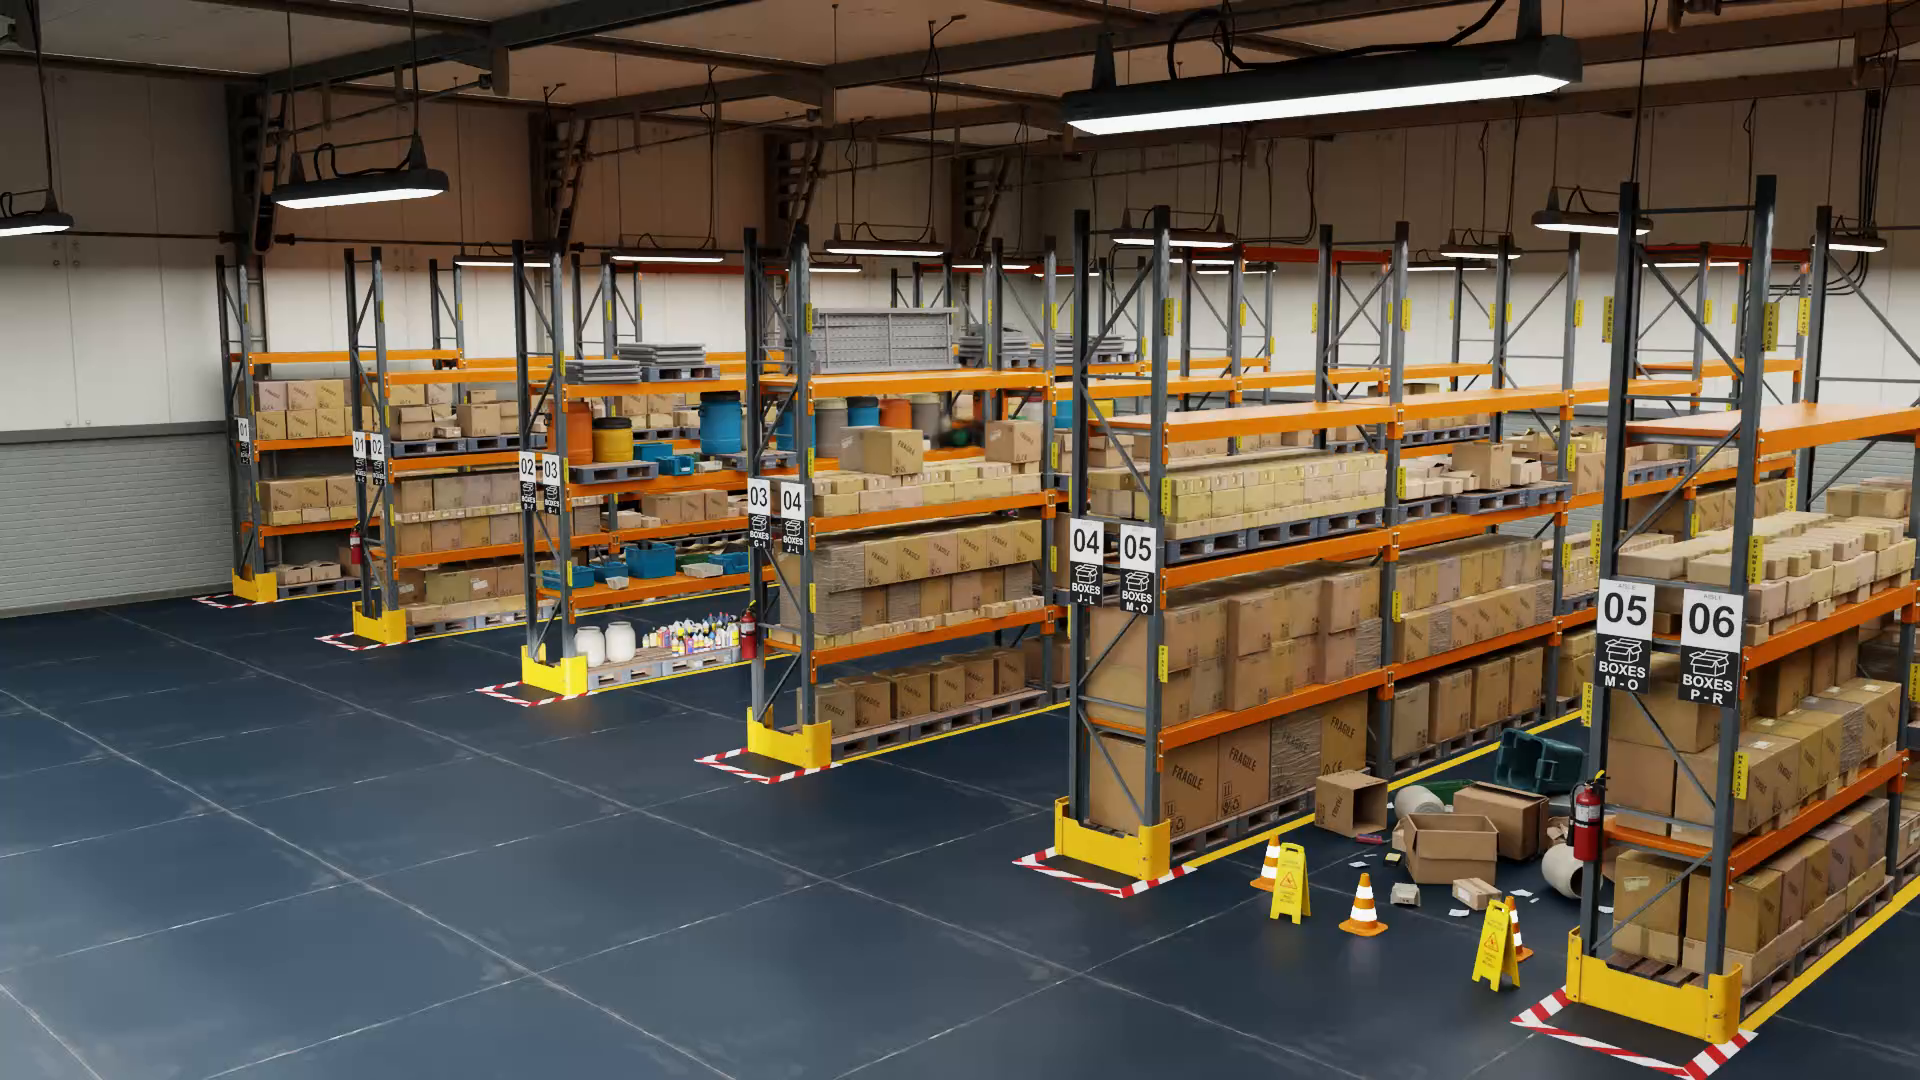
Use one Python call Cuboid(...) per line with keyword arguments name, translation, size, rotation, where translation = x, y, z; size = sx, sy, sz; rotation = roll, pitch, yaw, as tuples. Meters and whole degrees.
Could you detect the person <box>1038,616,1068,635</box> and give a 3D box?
Cuboid(name="person", translation=(1.319, 0.592, 24.196), size=(0.715, 1.755, 0.755), rotation=(6, 10, 37))
